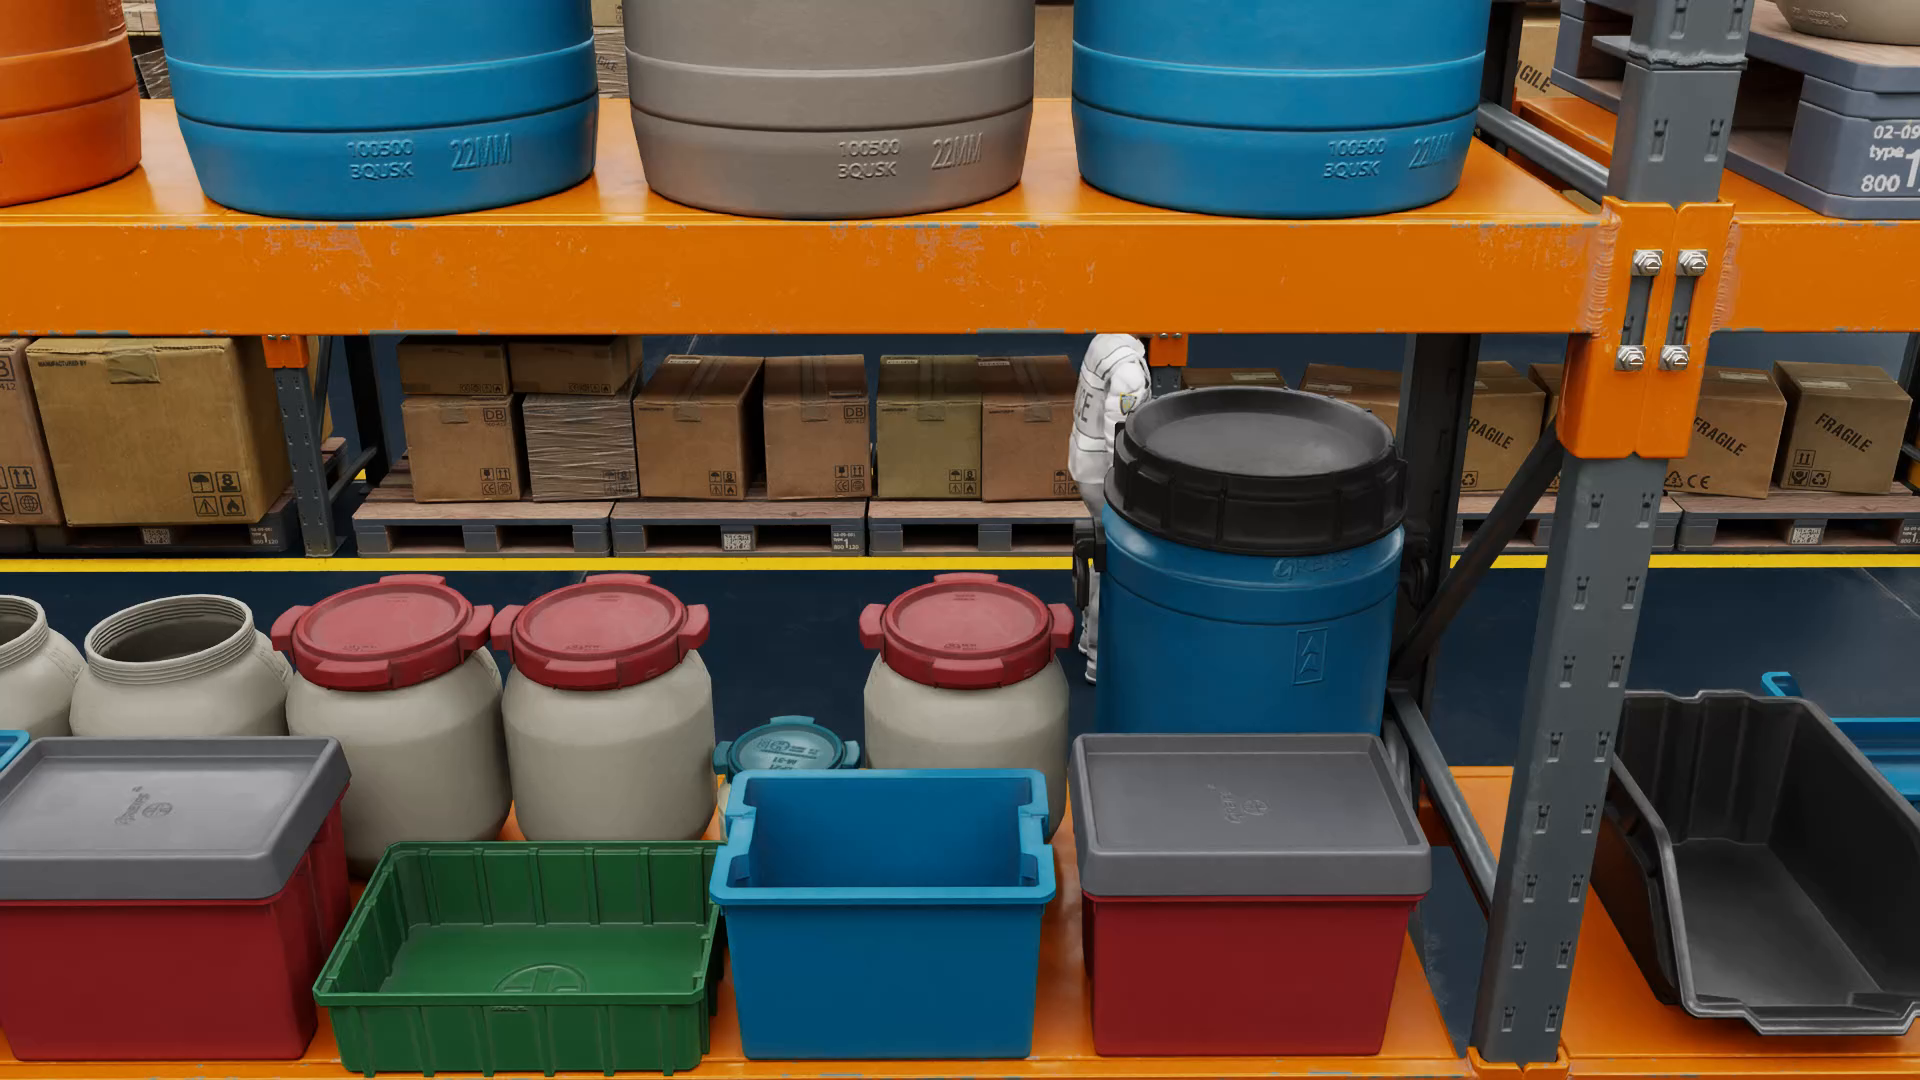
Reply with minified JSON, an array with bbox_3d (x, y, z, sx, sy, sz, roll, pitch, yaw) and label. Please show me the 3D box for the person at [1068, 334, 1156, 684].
[{"bbox_3d":[0.622,-0.249,6.646,0.369,1.667,0.546,-1,24,-3],"label":"person"}]
